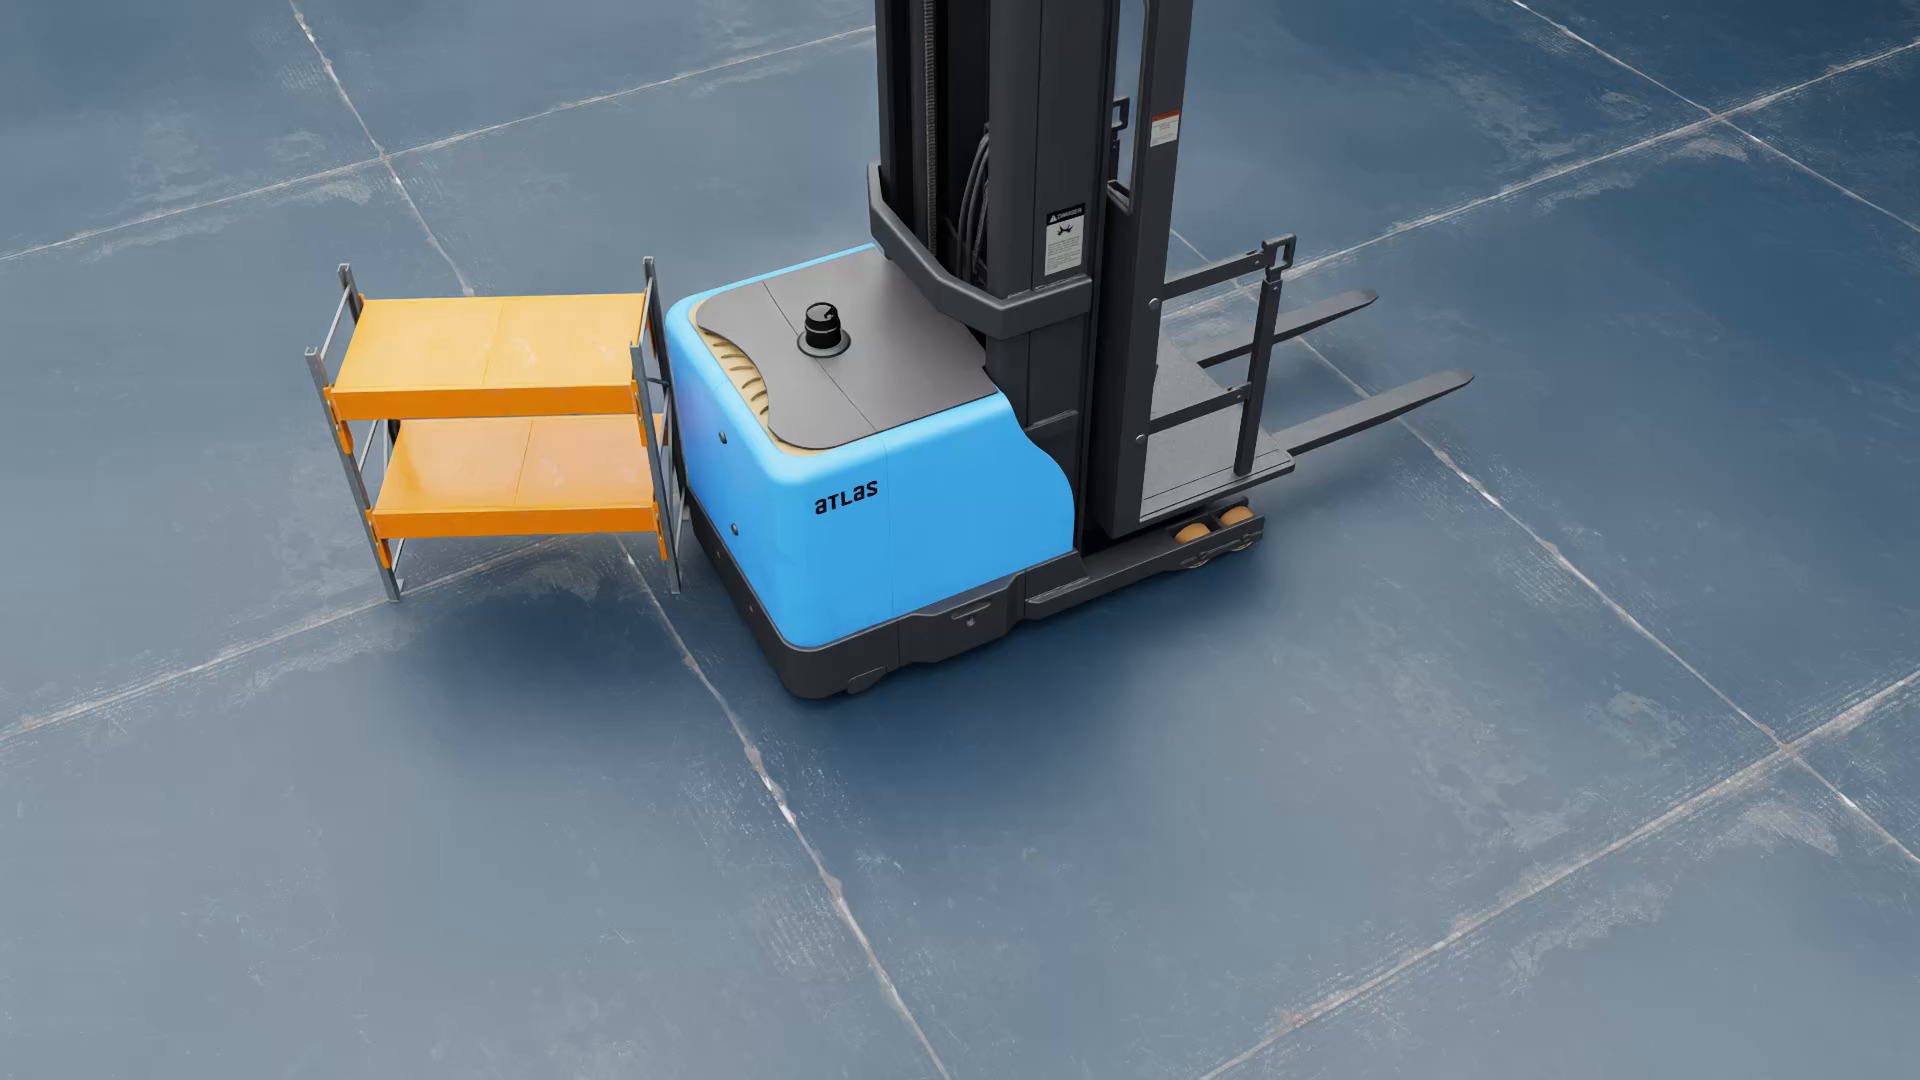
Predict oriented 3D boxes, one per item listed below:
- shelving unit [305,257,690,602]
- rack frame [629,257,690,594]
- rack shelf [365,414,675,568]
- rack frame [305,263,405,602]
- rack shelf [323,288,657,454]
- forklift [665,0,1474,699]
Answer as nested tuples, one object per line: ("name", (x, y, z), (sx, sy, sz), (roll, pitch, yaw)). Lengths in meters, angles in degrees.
("shelving unit", (-1.551, -0.366, 5.820), (1.048, 1.125, 0.538), (-2, 44, -2))
("rack frame", (-1.043, -0.380, 5.834), (0.032, 1.125, 0.500), (-2, 44, -2))
("rack shelf", (-1.551, -0.191, 5.990), (1.000, 0.278, 0.538), (-2, 44, -2))
("rack frame", (-2.059, -0.352, 5.805), (0.032, 1.125, 0.500), (-2, 44, -2))
("rack shelf", (-1.551, -0.576, 5.616), (1.000, 0.278, 0.538), (-2, 44, -2))
("forklift", (0.551, -1.255, 5.439), (3.031, 2.935, 1.130), (-20, 48, -20))
